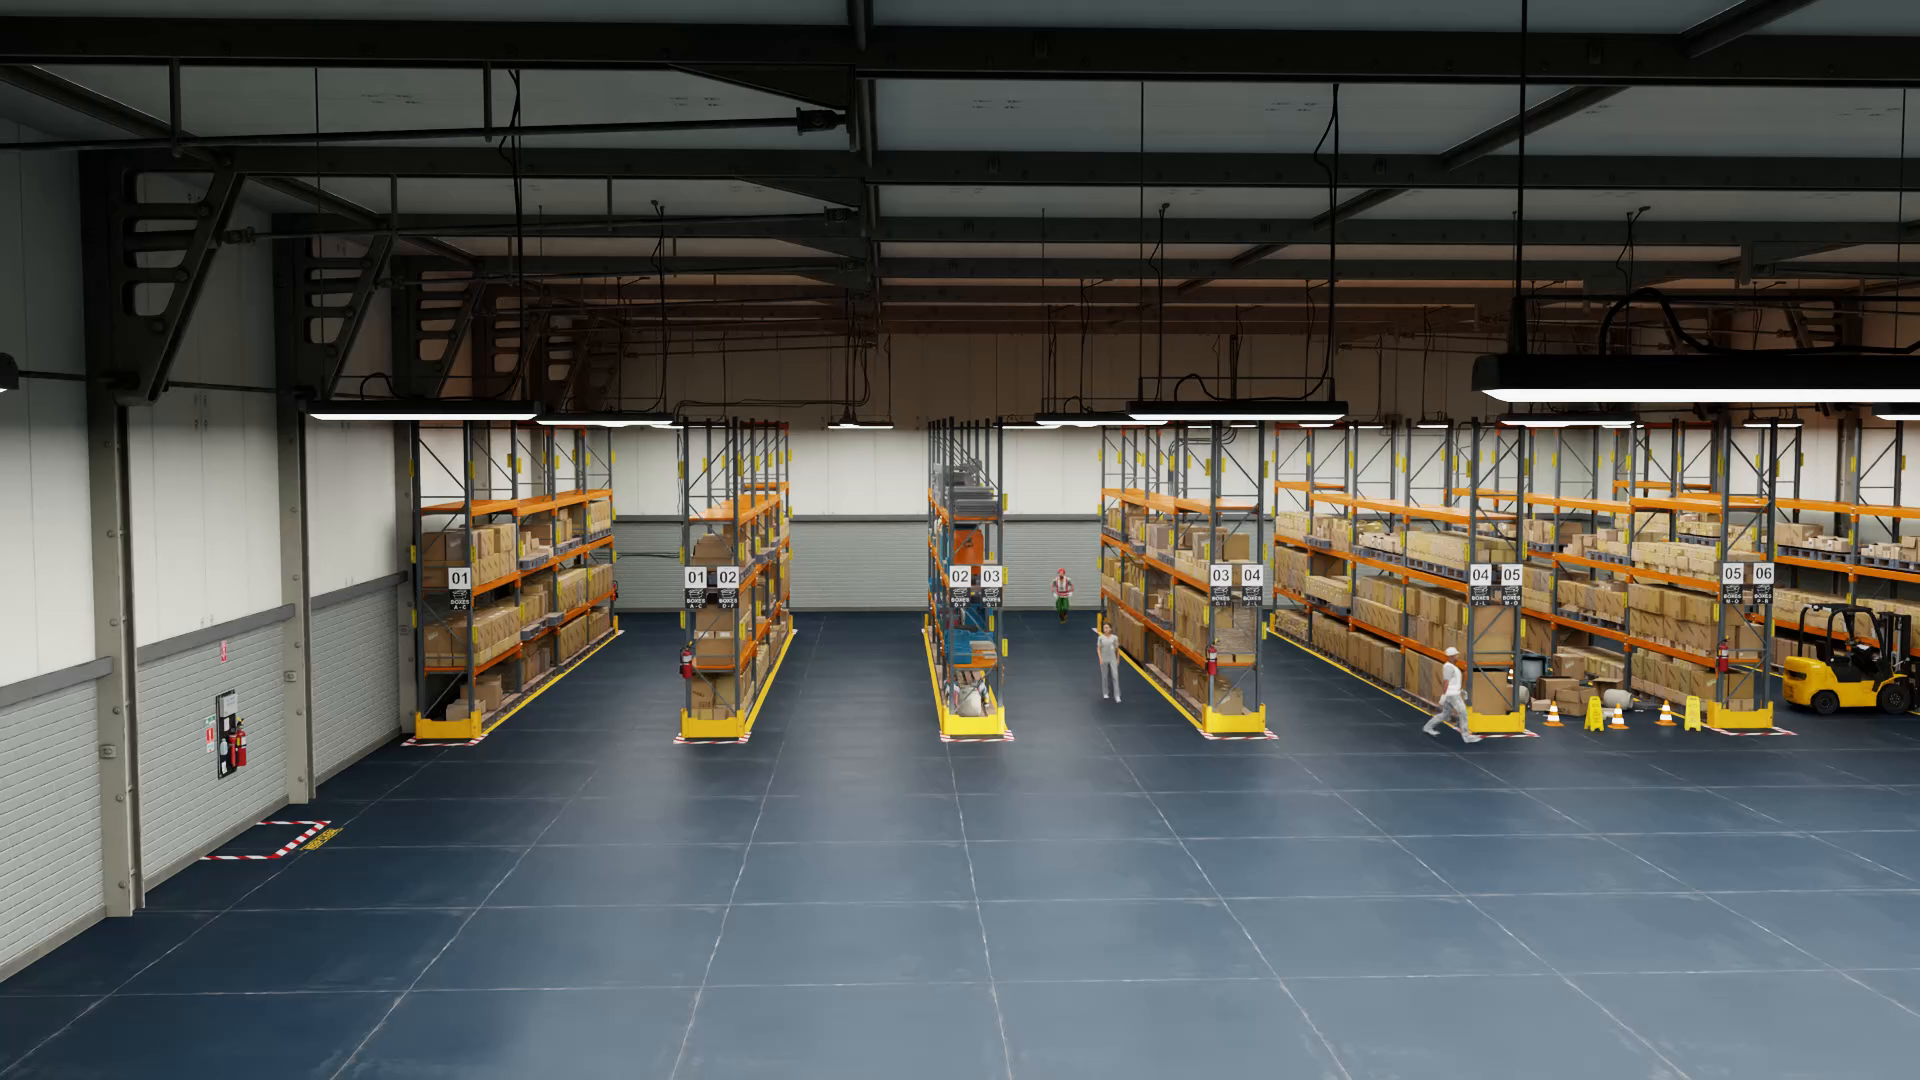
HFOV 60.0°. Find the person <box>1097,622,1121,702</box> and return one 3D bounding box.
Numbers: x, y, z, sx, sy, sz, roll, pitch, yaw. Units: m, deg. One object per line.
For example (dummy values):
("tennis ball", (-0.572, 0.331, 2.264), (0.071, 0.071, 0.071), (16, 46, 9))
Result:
("person", (3.175, 2.578, 35.340), (0.533, 1.645, 0.787), (1, 4, 8))

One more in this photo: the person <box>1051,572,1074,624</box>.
("person", (3.041, 1.696, 49.295), (0.691, 1.638, 0.609), (0, 4, 7))

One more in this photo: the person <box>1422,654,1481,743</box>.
("person", (9.124, 2.875, 30.835), (1.023, 1.705, 0.549), (1, 4, 14))
